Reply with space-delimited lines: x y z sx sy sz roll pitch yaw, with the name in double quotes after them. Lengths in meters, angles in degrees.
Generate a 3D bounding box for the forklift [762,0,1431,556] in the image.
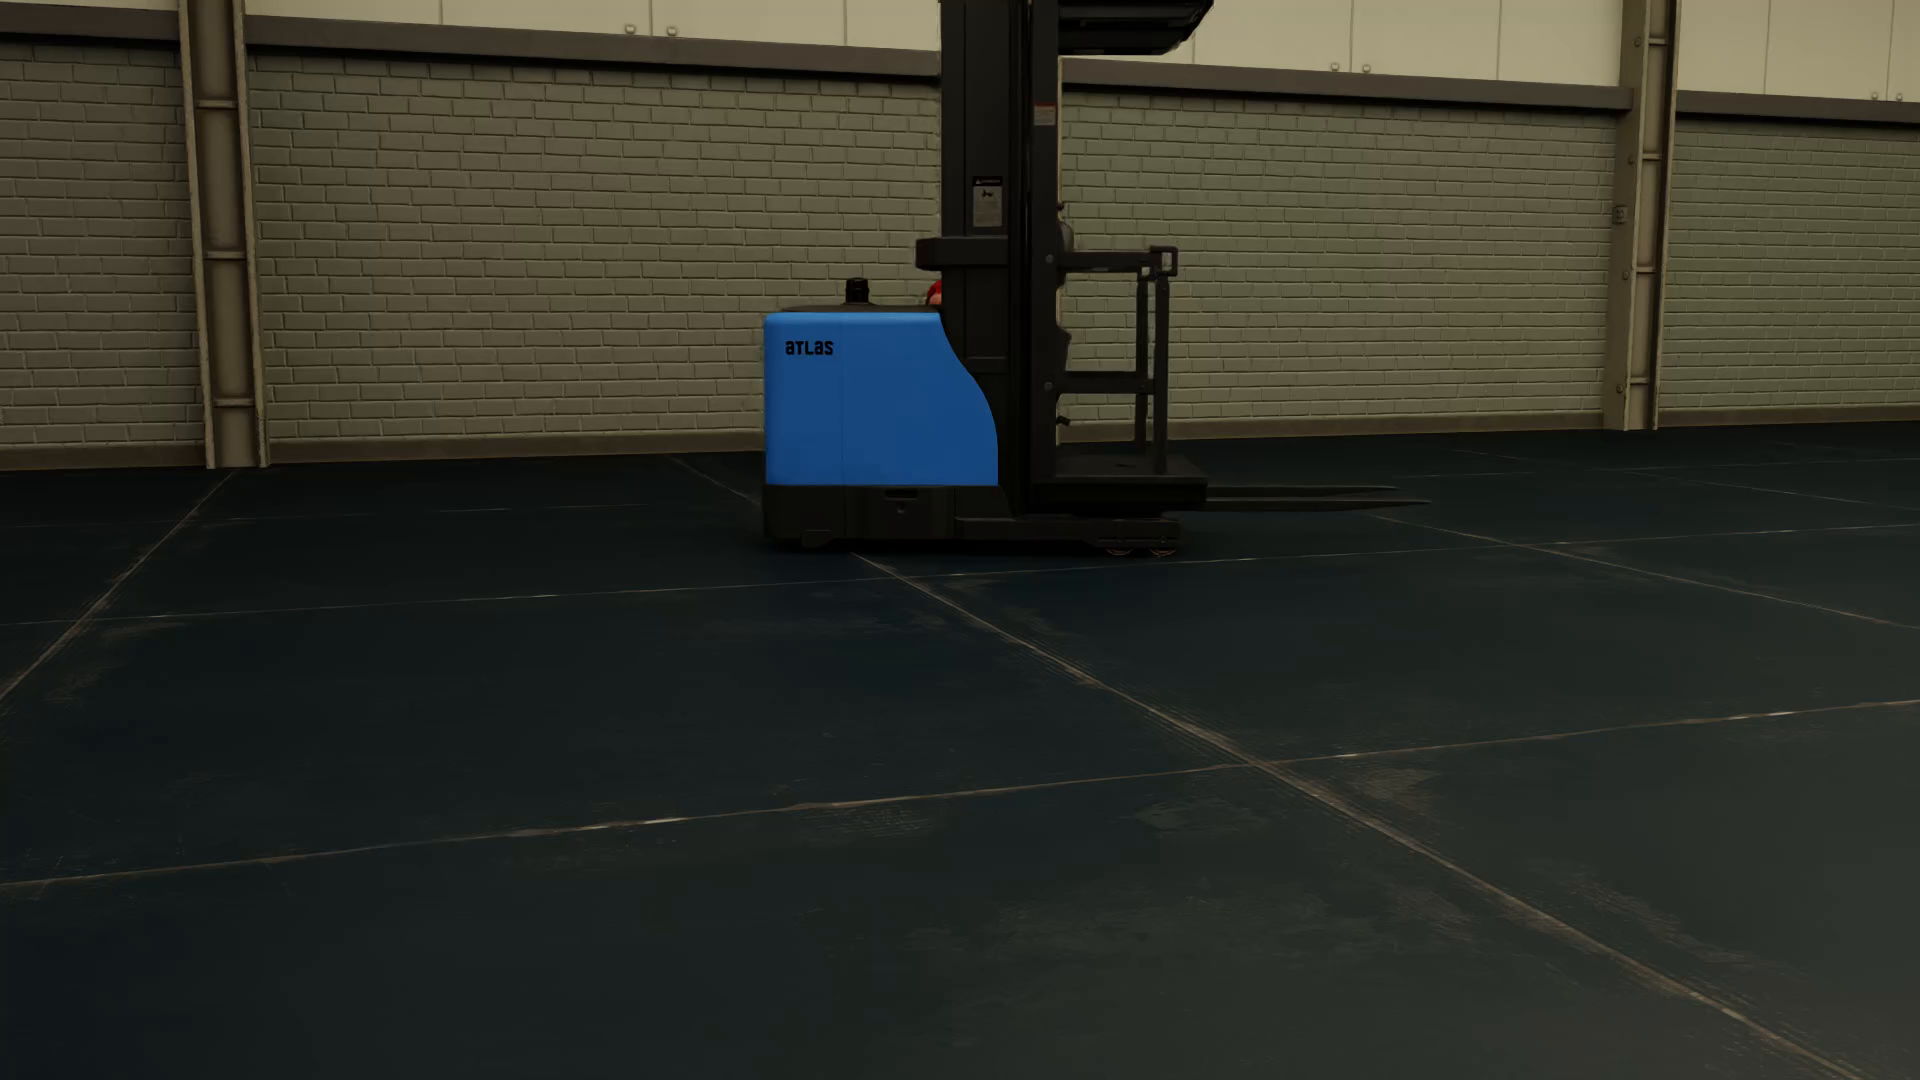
0.632 -1.453 7.733 3.031 2.935 1.130 0 8 1 "forklift"

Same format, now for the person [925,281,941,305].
0.125 -1.034 10.138 0.978 1.474 0.787 -1 8 -4 "person"
